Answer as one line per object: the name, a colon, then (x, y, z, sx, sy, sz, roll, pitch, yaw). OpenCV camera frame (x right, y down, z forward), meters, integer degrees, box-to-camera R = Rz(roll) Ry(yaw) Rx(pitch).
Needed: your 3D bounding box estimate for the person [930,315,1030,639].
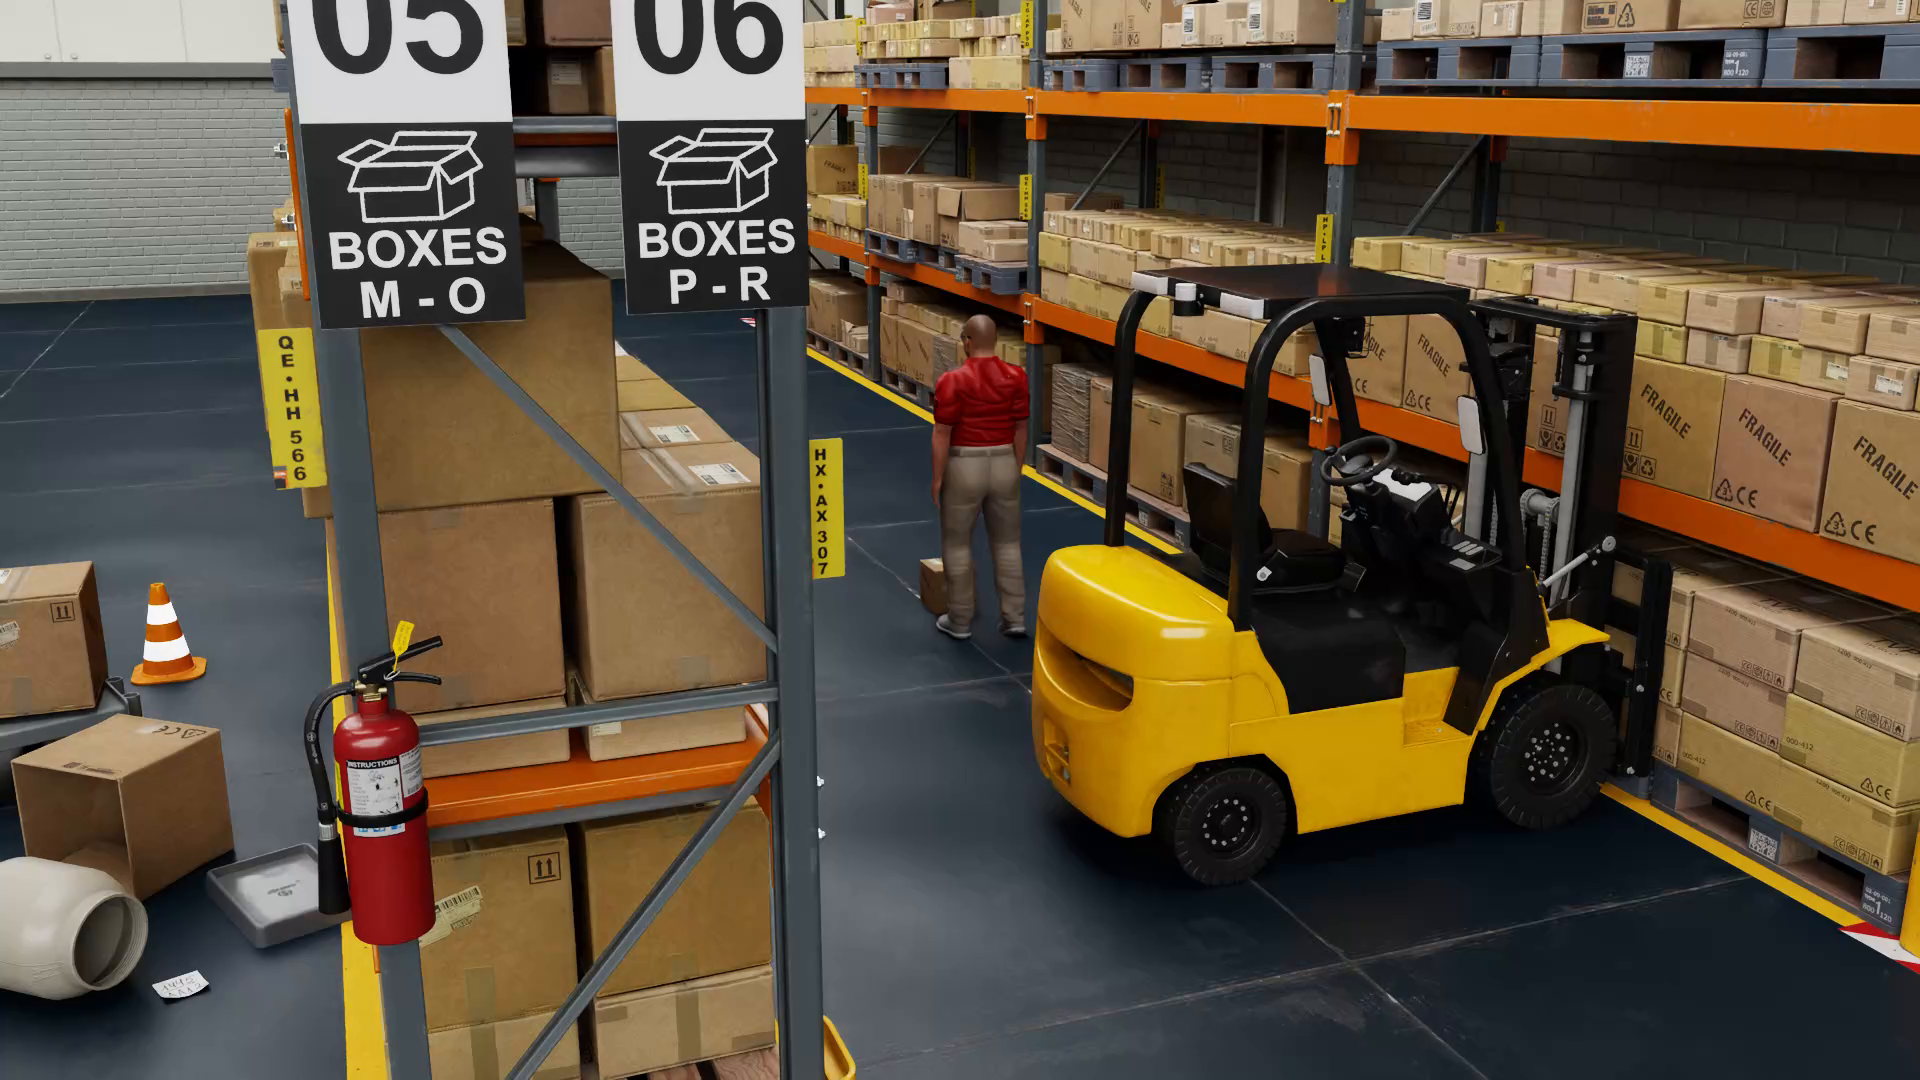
person: (0.087, -0.310, 8.773, 0.533, 1.774, 0.394, -5, 16, -19)
